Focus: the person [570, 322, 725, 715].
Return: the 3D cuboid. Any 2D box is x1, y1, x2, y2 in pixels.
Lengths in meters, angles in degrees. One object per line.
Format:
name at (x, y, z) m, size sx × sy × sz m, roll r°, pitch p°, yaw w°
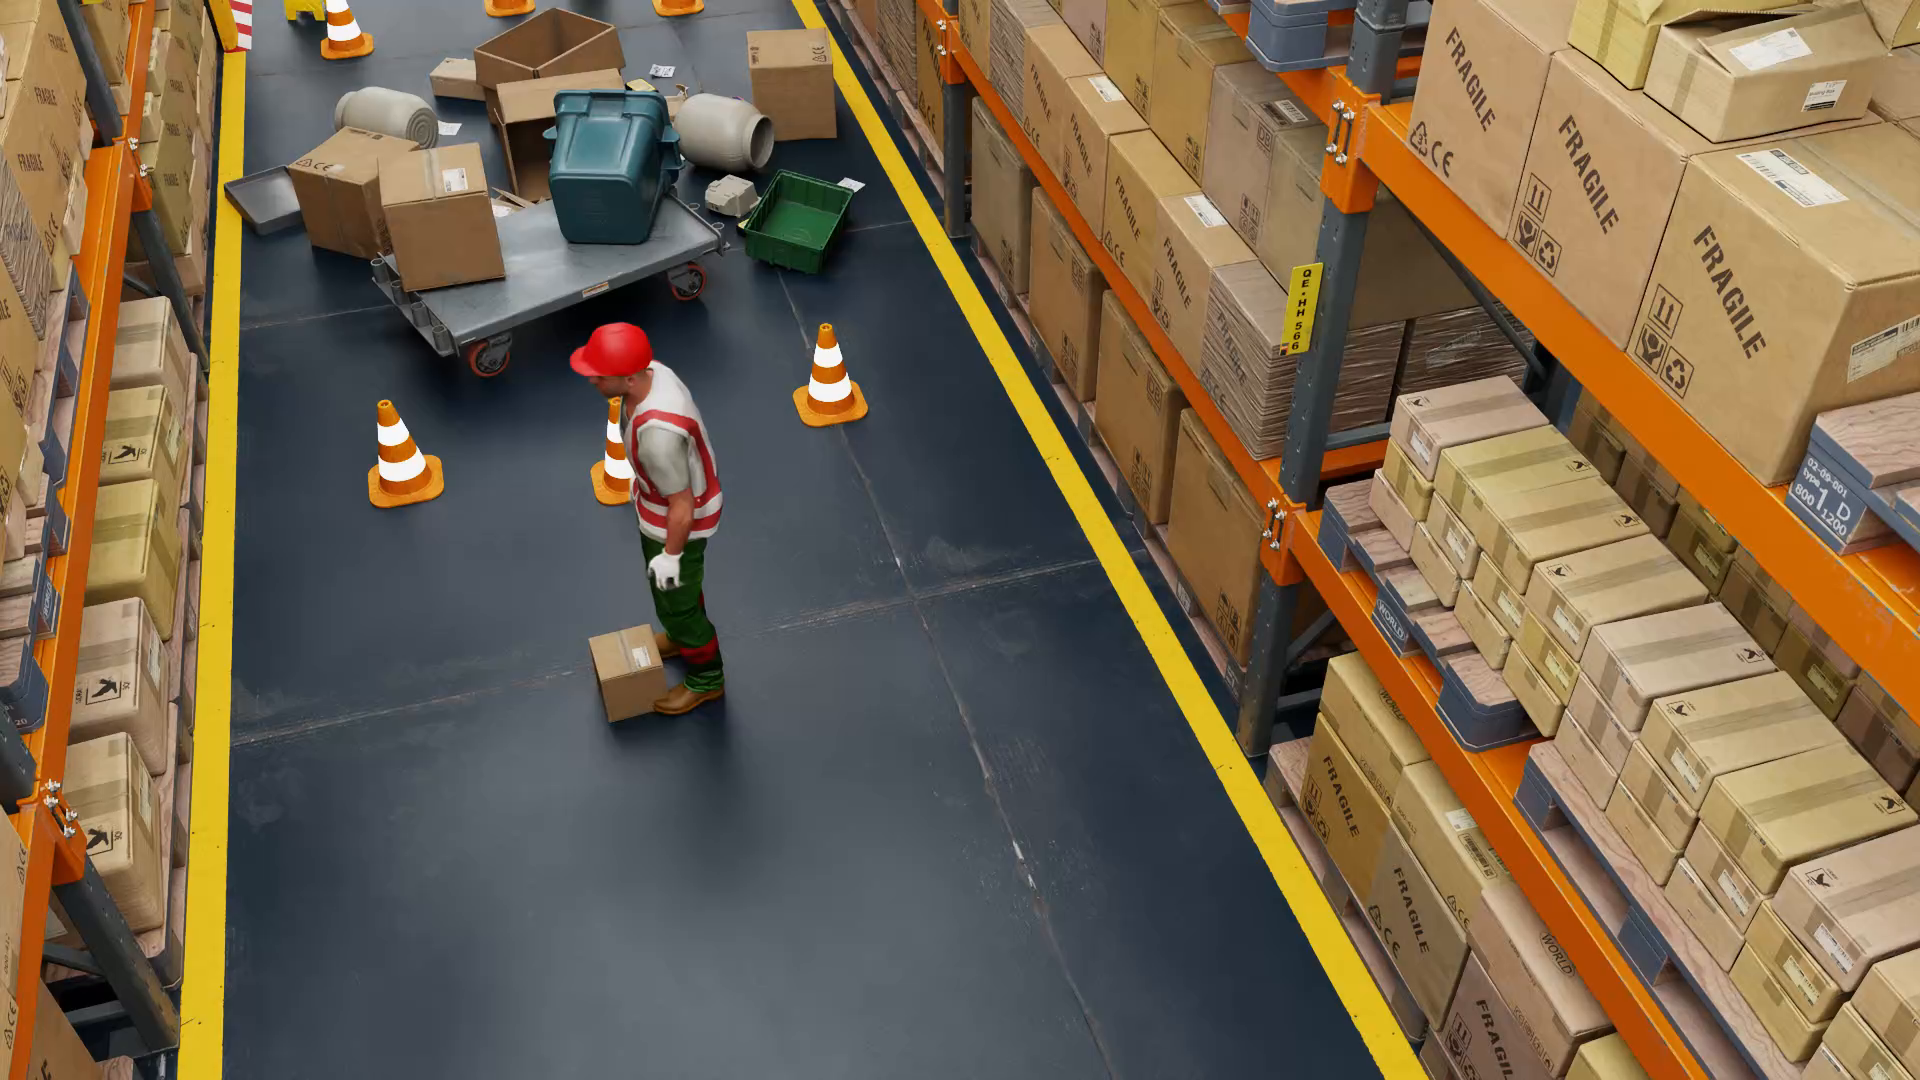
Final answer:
person at (-1.121, -0.086, 6.245) m, size 0.450 × 1.780 × 0.607 m, roll -12°, pitch 43°, yaw -13°
